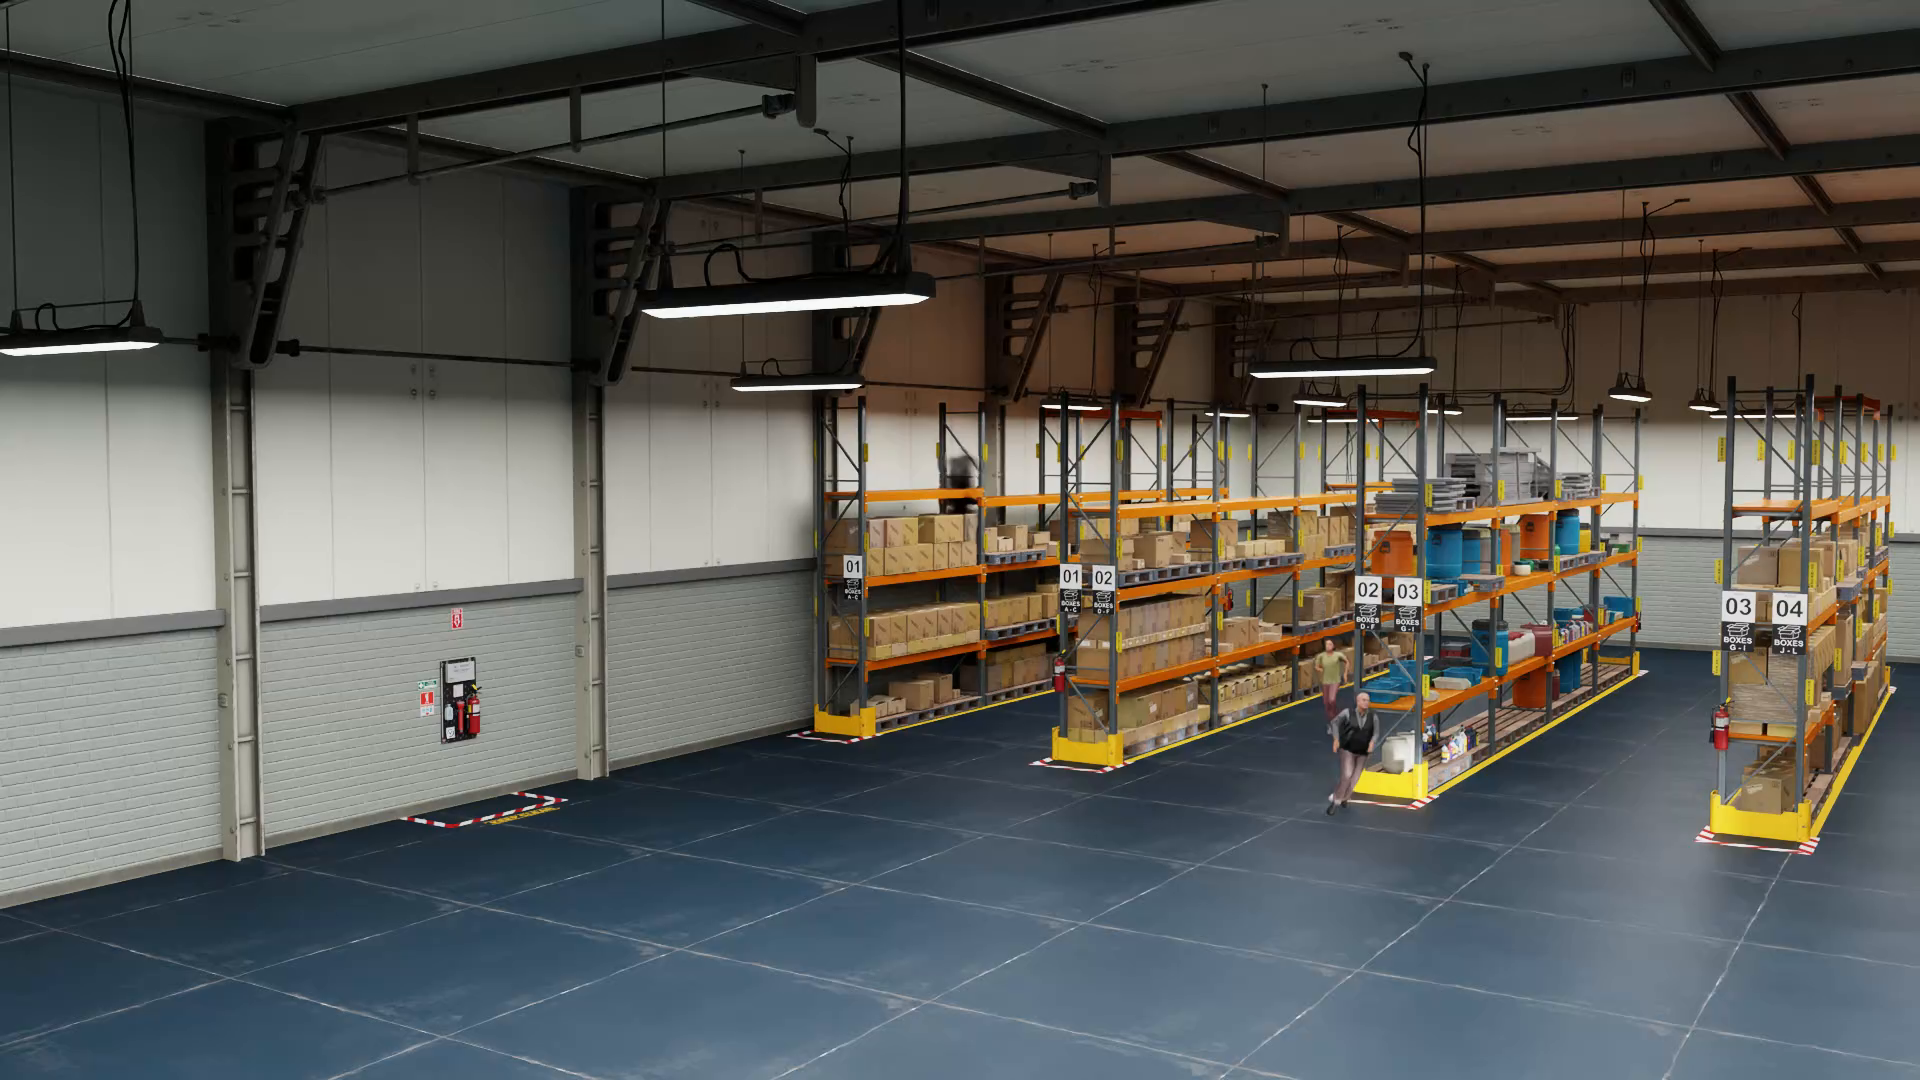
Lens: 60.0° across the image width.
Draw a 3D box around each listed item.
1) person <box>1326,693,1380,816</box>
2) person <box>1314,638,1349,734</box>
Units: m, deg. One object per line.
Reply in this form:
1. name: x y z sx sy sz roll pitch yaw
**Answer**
1. person: 5.399 2.933 22.999 0.791 1.668 0.783 0 3 -4
2. person: 6.655 2.601 29.851 0.562 1.713 0.801 1 3 26
